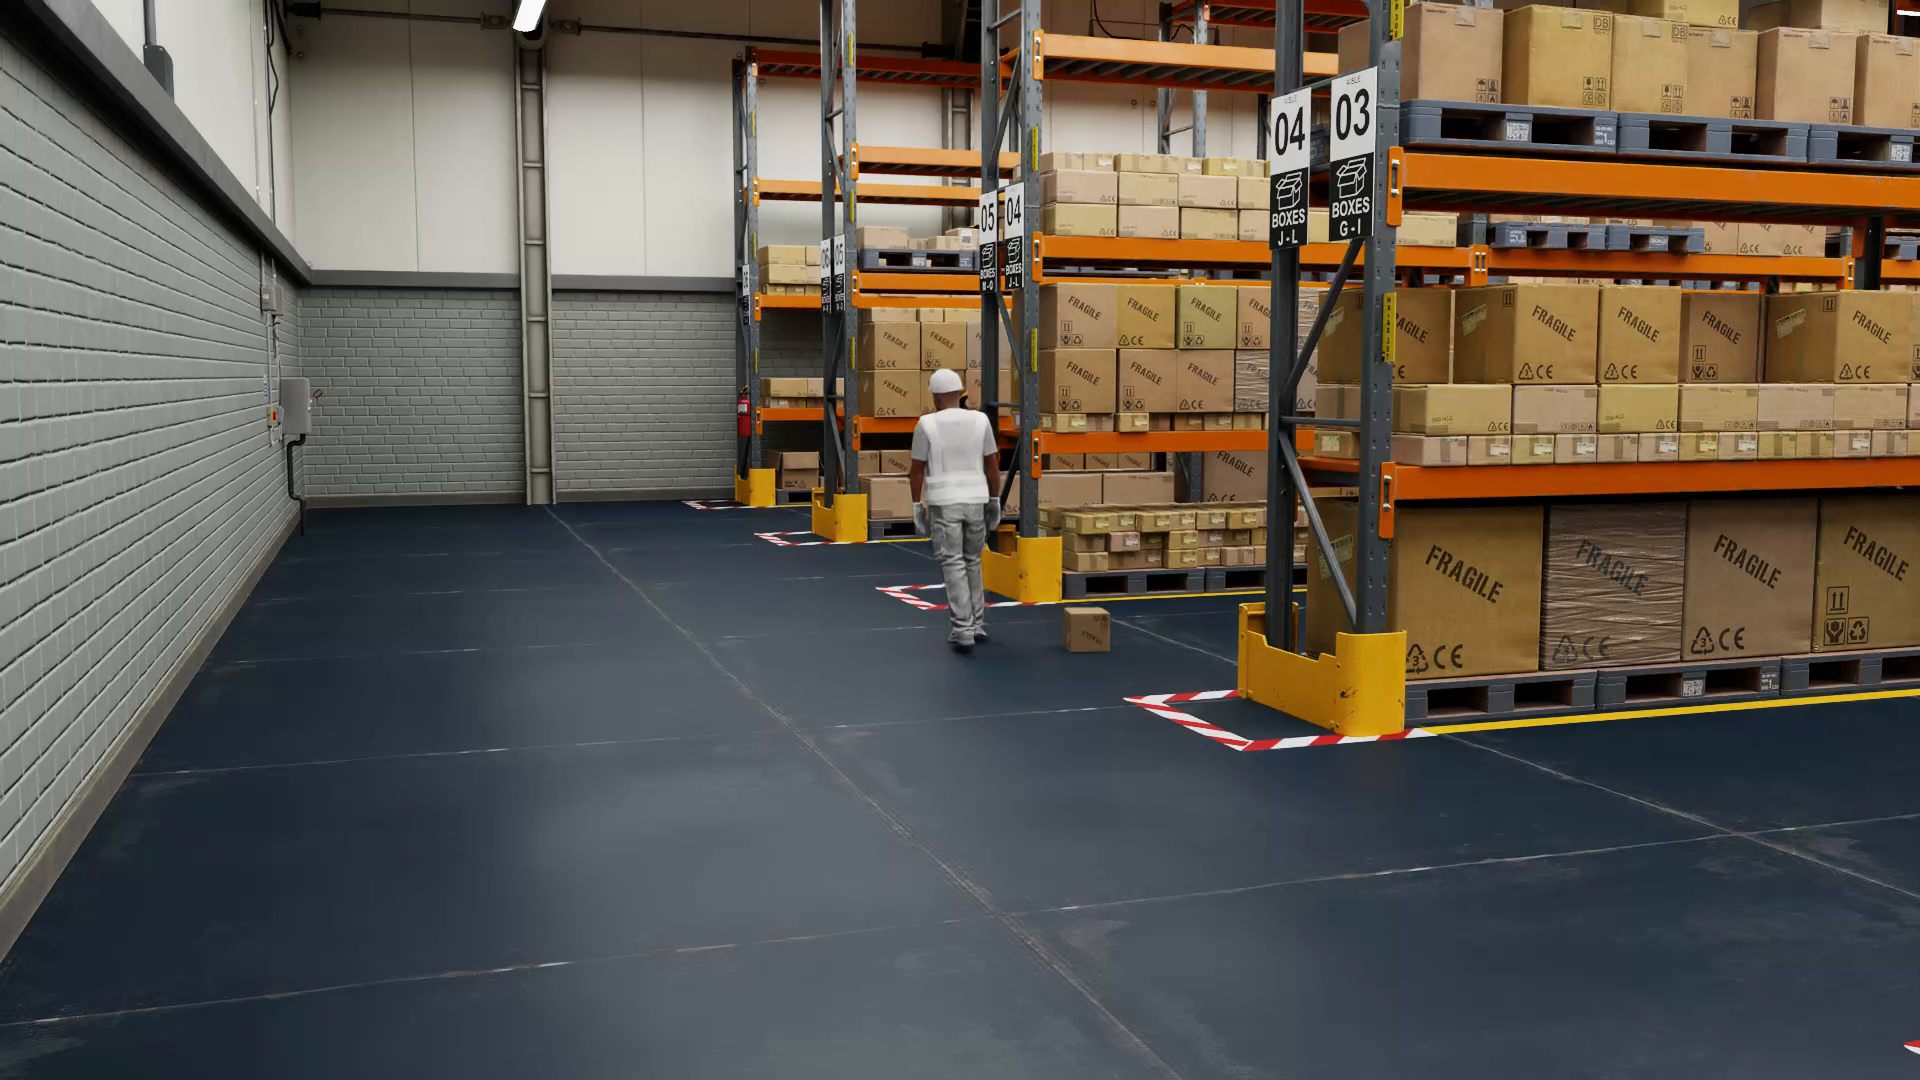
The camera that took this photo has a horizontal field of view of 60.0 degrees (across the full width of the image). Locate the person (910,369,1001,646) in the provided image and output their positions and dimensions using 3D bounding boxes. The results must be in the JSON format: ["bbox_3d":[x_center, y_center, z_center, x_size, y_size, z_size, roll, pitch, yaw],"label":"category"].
[{"bbox_3d":[-0.020,-0.200,10.738,0.611,1.807,0.698,-2,6,-21],"label":"person"}]
